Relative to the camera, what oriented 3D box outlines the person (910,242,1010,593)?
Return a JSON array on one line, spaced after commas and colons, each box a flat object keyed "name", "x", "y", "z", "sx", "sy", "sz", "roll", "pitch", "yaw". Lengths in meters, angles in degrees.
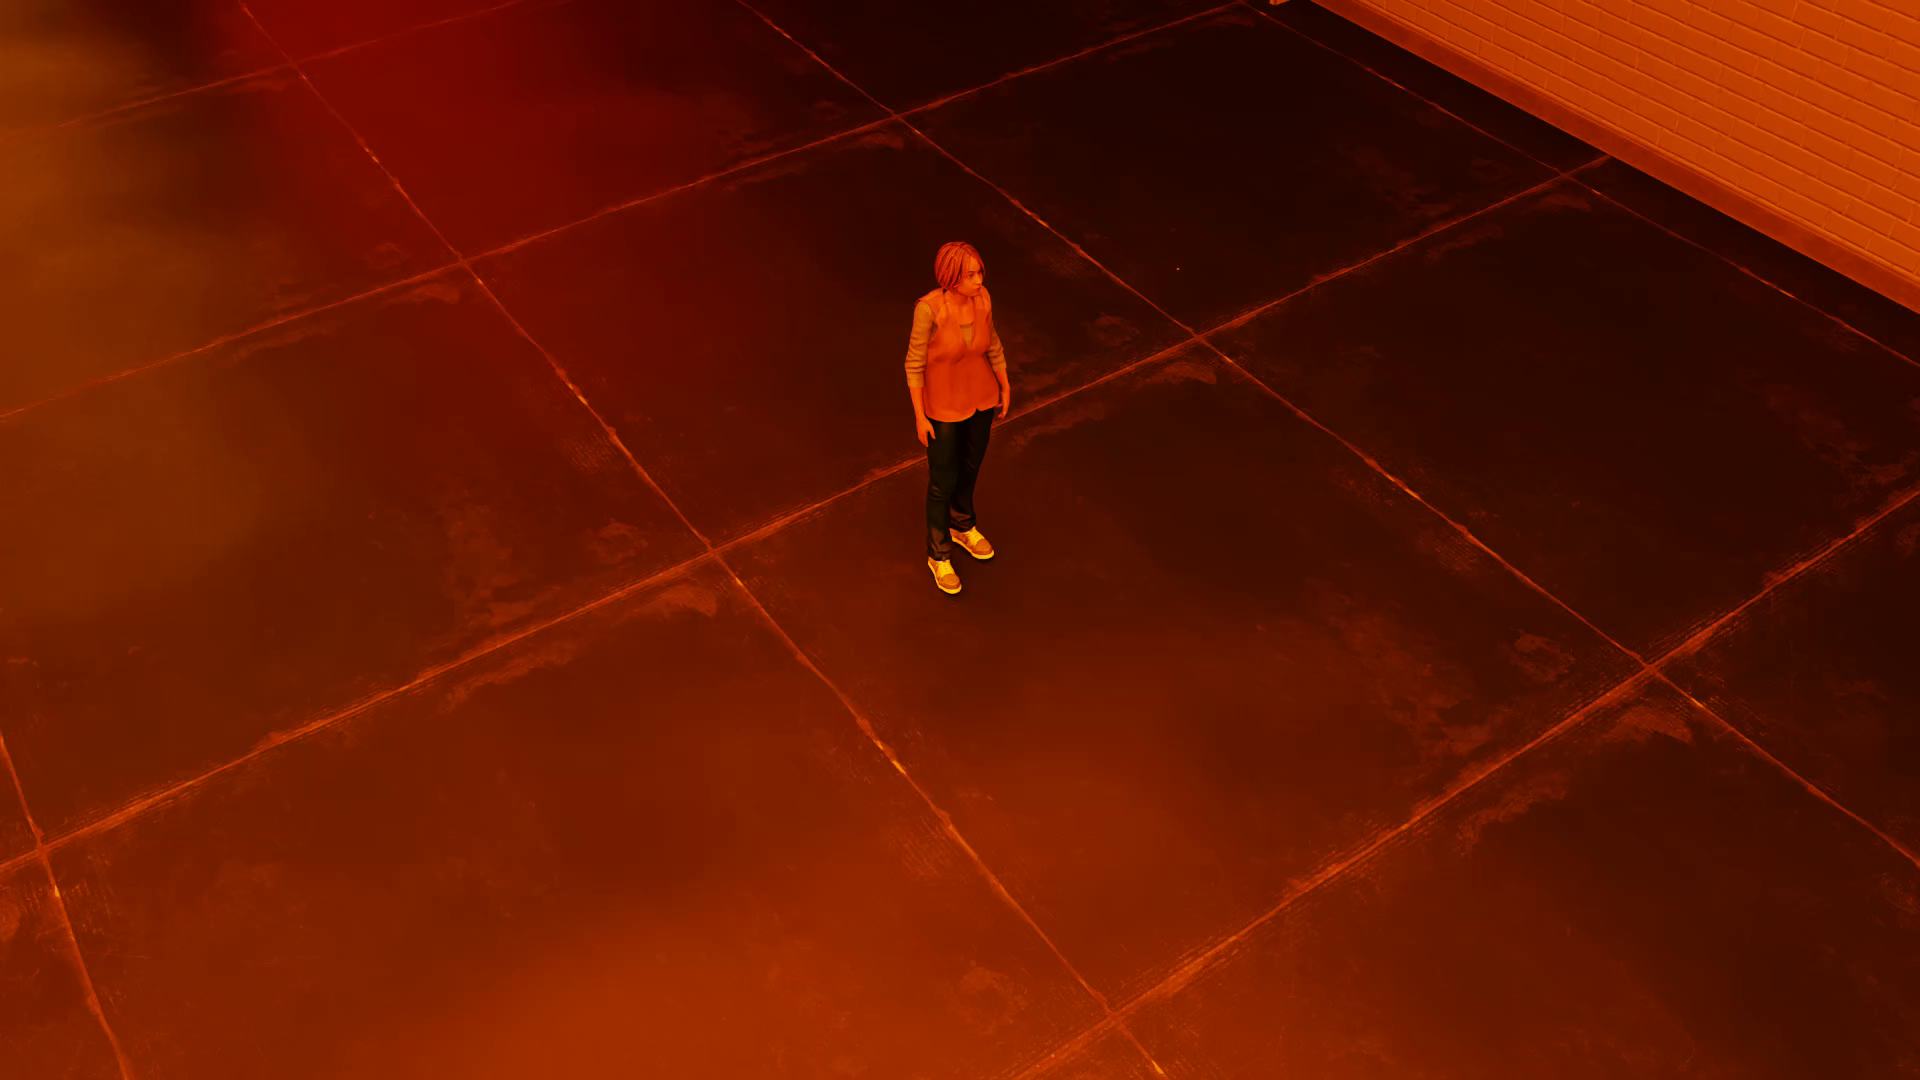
[{"name": "person", "x": 0.027, "y": -0.545, "z": 7.280, "sx": 0.512, "sy": 1.597, "sz": 0.476, "roll": -25, "pitch": 48, "yaw": -25}]
